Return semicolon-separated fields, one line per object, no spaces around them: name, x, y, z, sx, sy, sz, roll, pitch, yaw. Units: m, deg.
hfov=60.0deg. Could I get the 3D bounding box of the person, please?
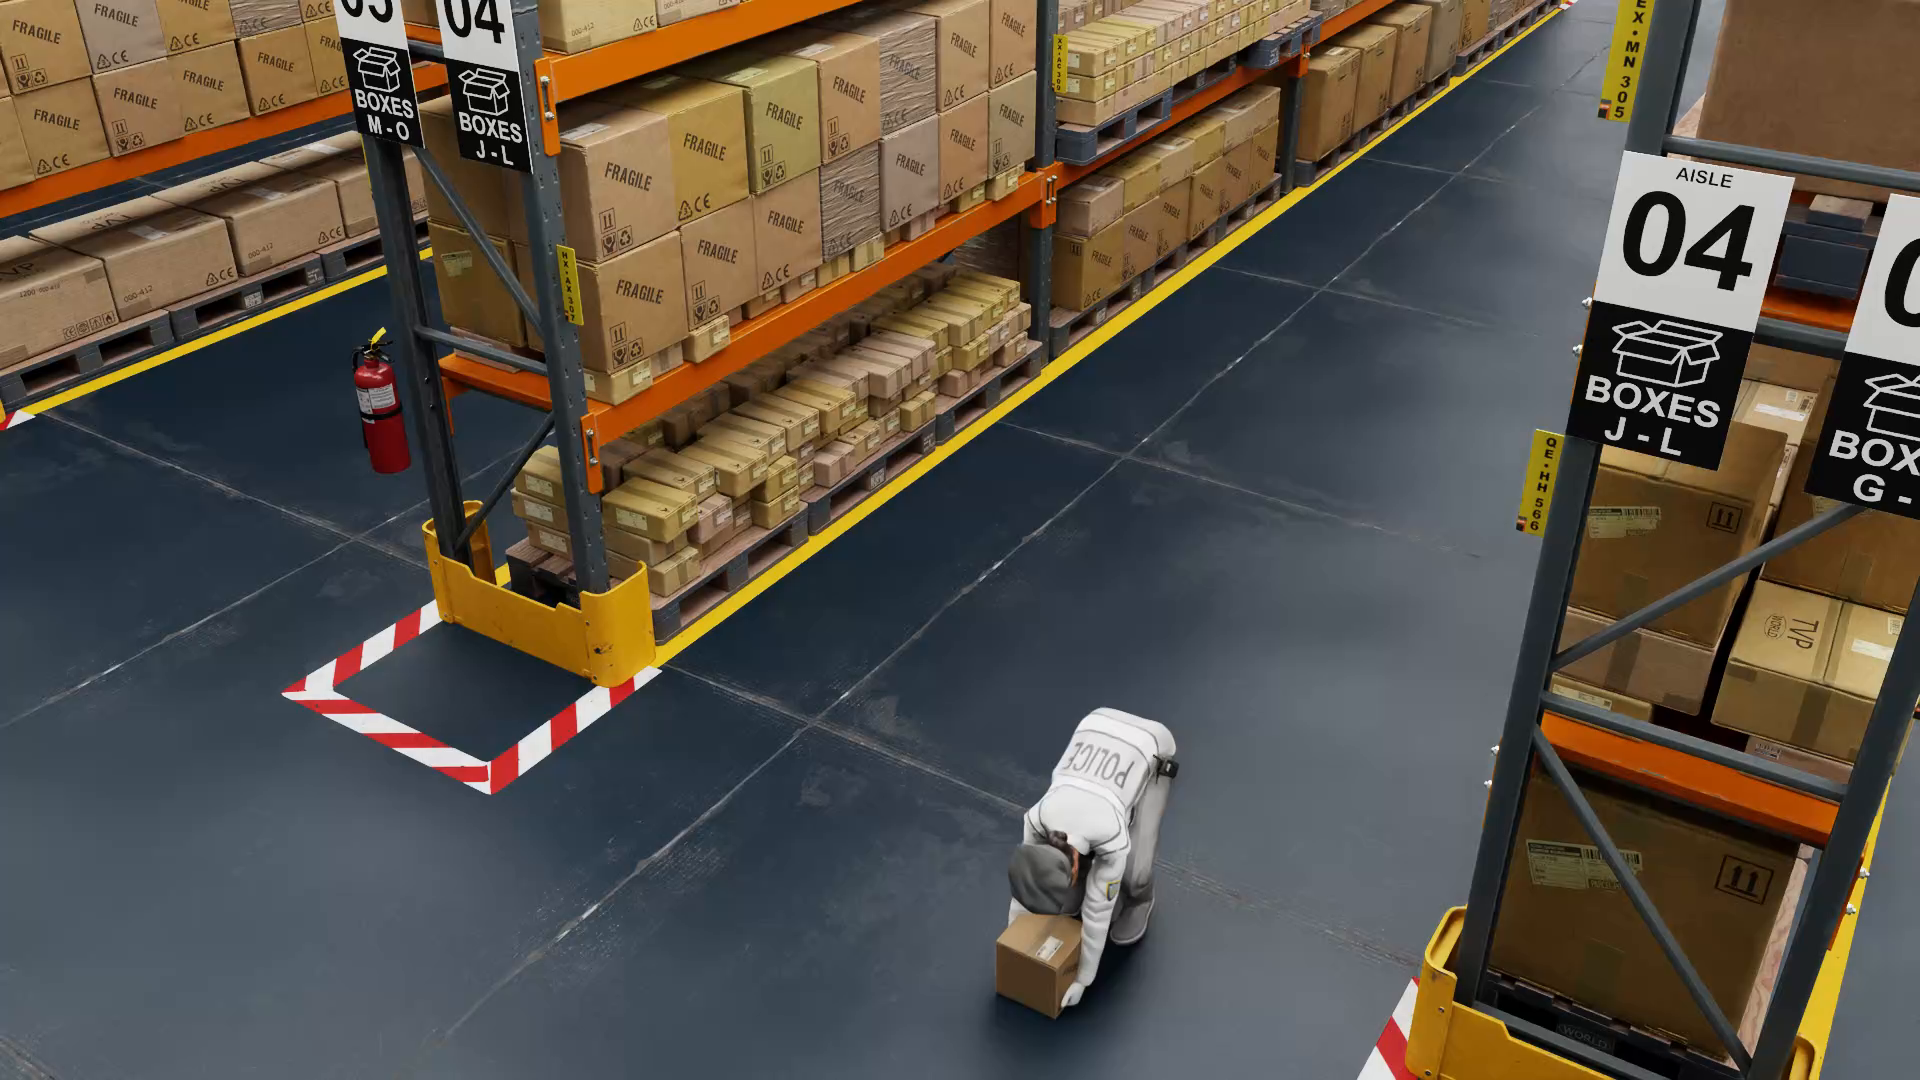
person;0.474;1.135;6.040;0.469;0.842;0.889;16;34;25
